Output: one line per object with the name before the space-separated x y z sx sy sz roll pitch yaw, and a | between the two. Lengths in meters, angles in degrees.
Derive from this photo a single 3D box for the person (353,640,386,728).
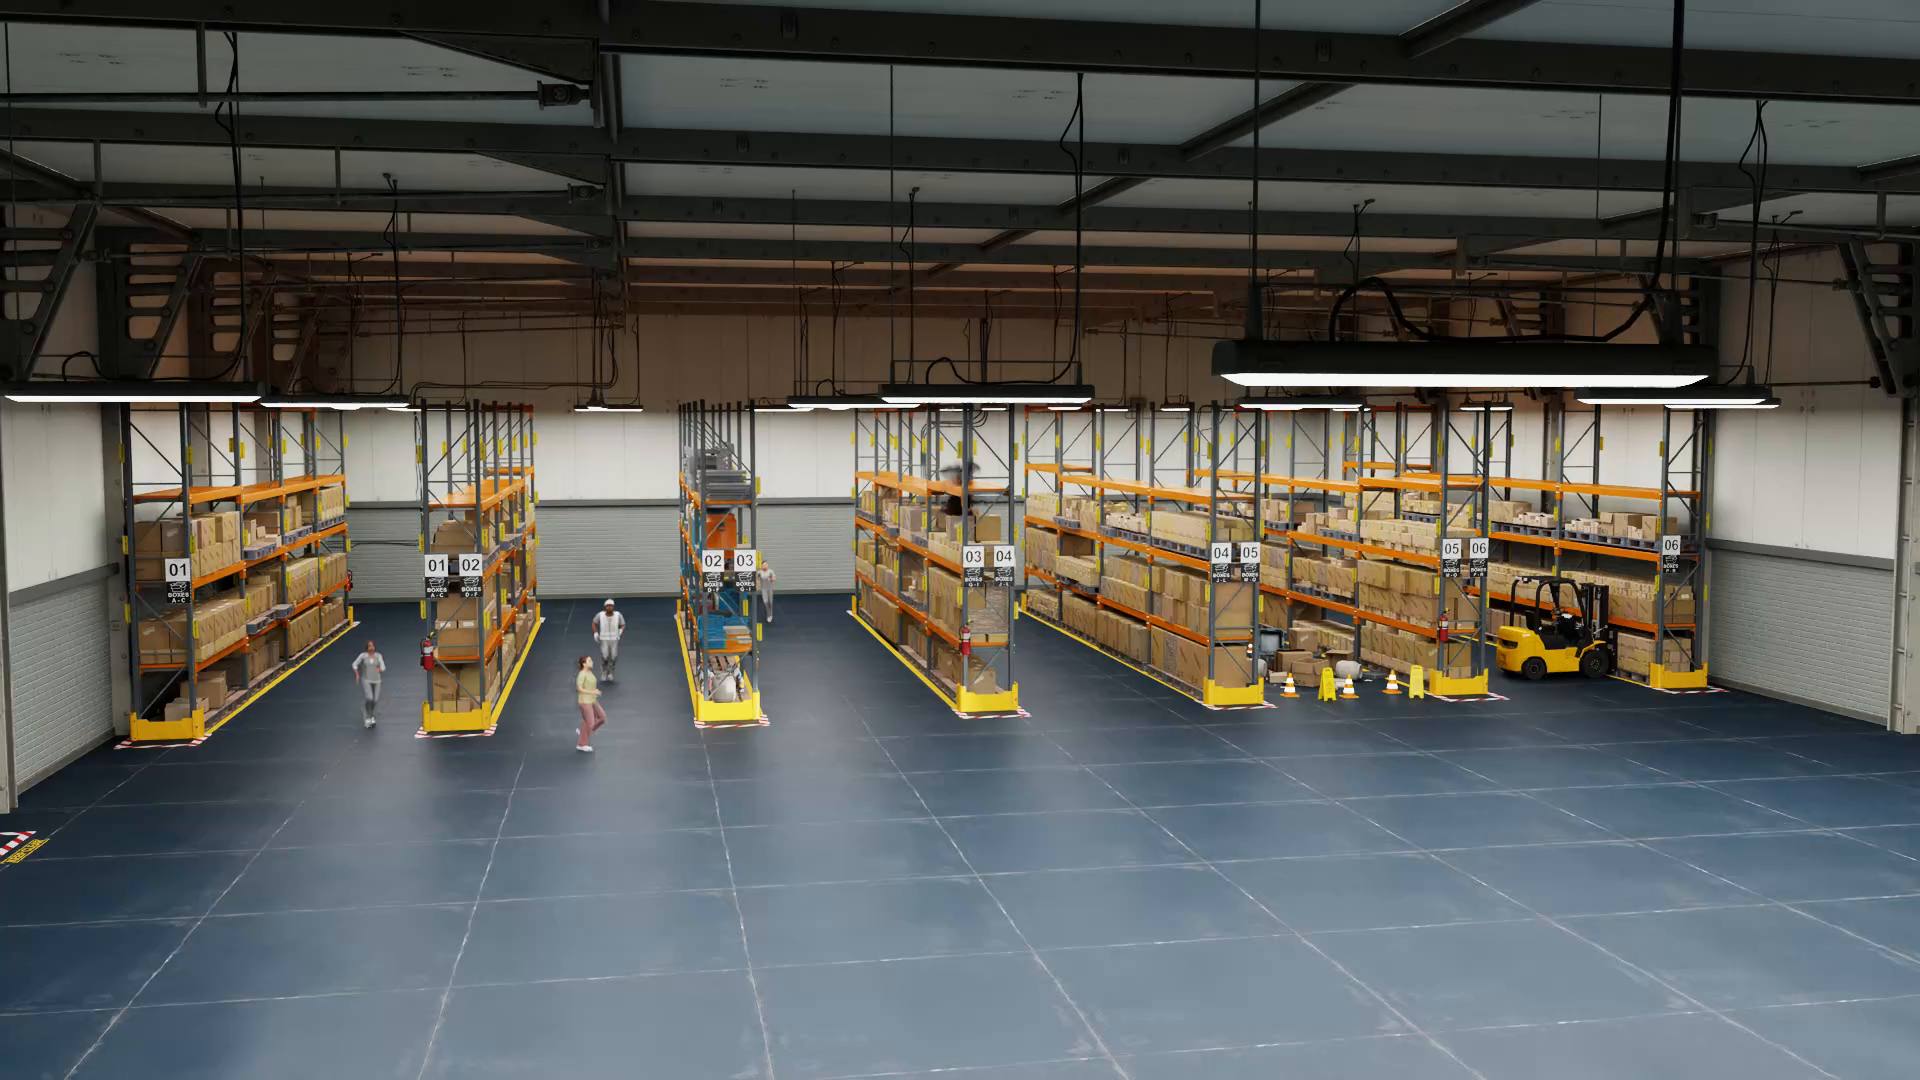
person | -10.774 2.629 30.407 0.510 1.607 0.676 -3 5 -35

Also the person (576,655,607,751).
person | -6.313 2.770 28.303 0.526 1.635 0.627 1 4 8

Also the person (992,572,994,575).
person | 1.072 1.136 49.573 0.586 1.710 0.779 -2 5 -20

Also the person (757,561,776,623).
person | -5.384 1.433 46.073 0.547 1.701 0.733 -1 4 -16

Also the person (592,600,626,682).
person | -7.493 2.157 35.615 0.679 1.764 0.660 -2 5 -20
